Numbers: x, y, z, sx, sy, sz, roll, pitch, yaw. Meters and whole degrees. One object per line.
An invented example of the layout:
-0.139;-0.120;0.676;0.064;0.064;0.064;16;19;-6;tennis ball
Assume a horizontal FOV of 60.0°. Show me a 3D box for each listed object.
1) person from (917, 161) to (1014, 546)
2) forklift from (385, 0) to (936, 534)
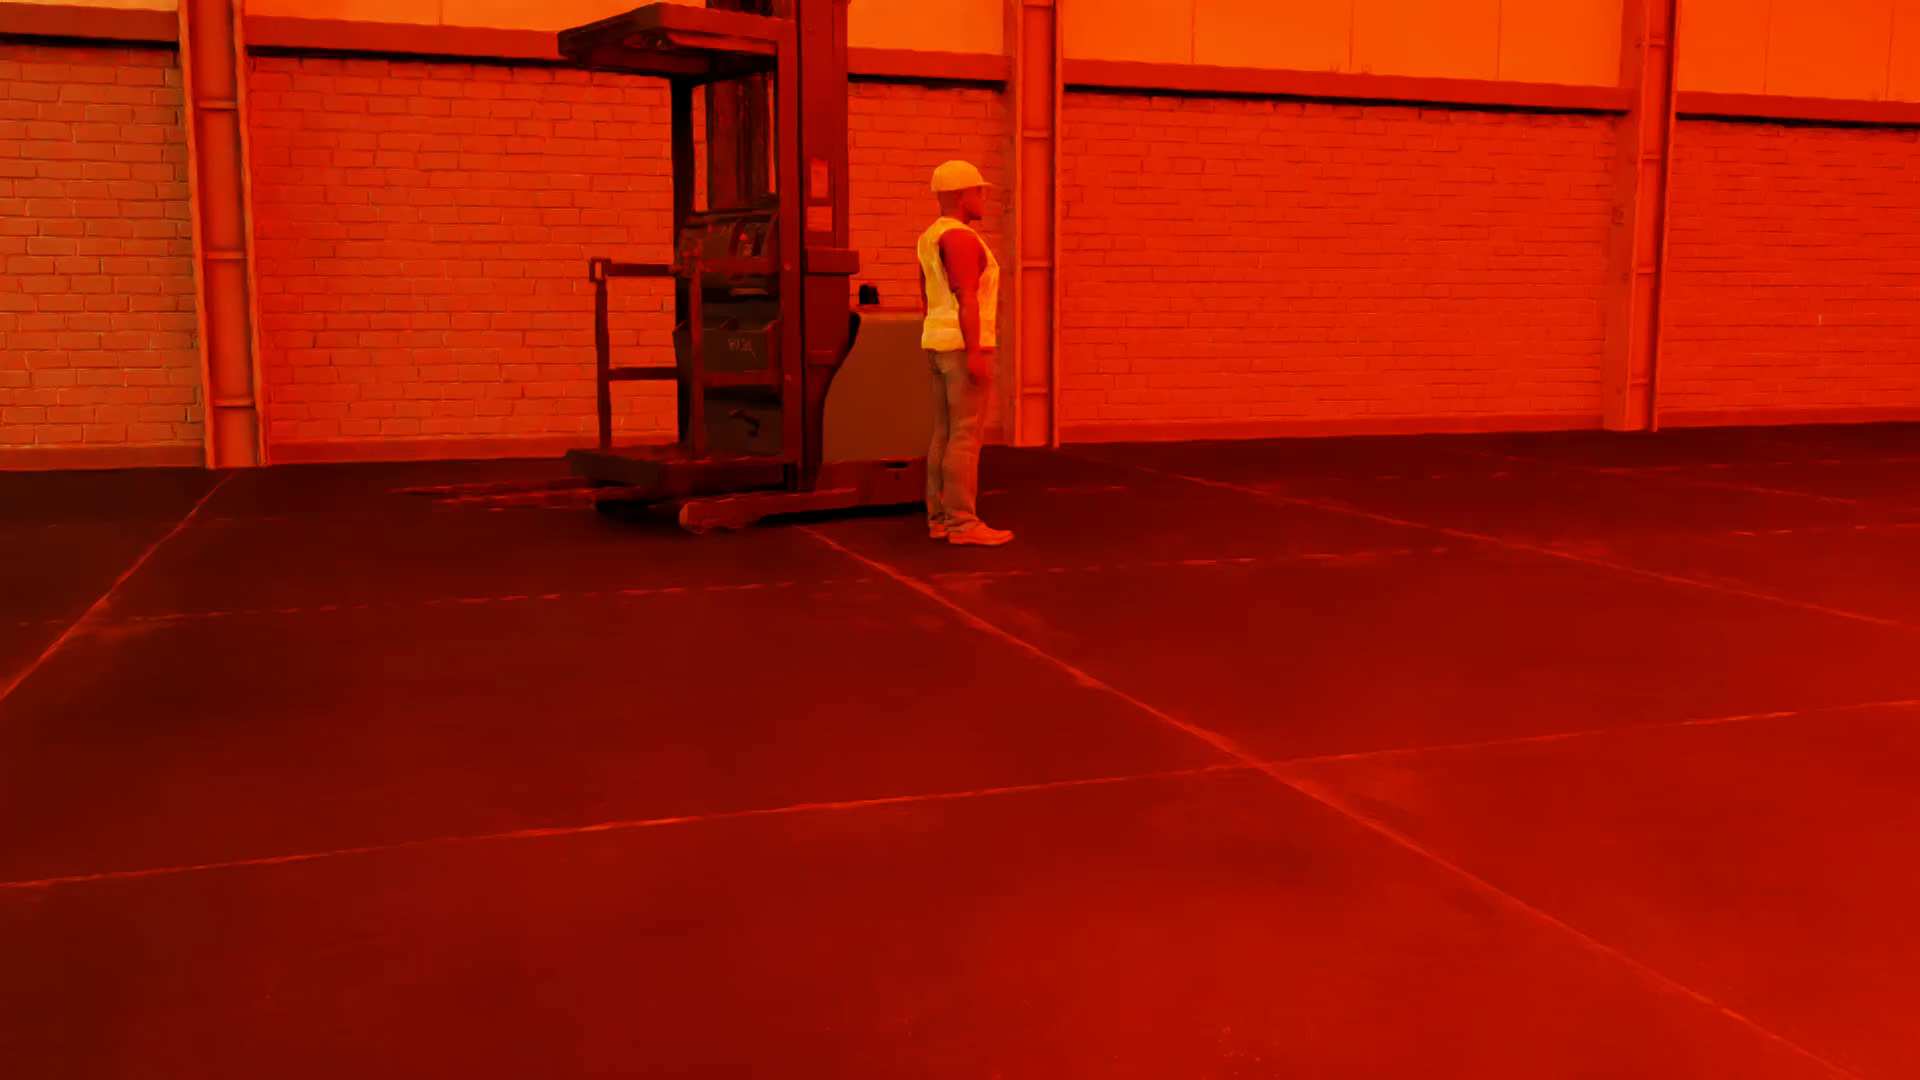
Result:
0.012;-0.877;7.810;0.367;1.771;0.559;-3;8;-18;person
-1.380;-1.560;8.519;3.031;2.935;1.130;-6;10;-38;forklift
